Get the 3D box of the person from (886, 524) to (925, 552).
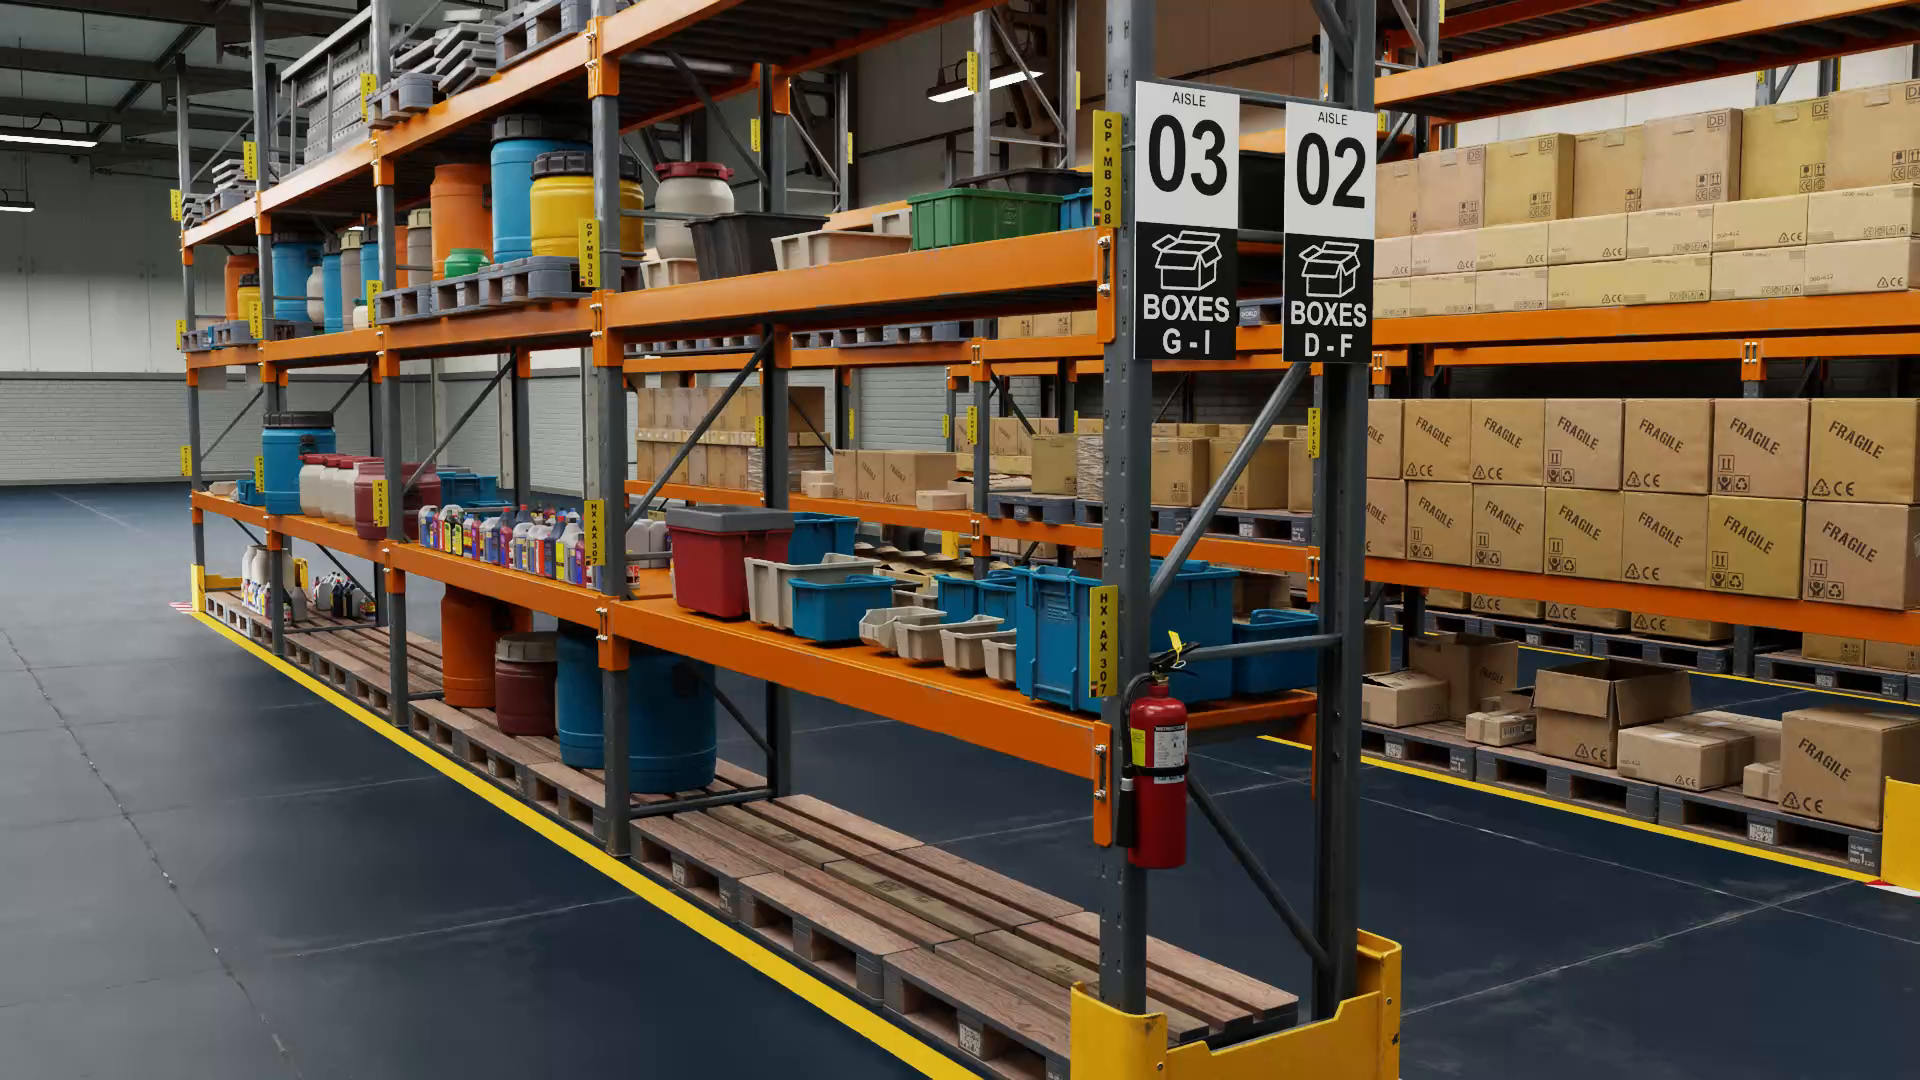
[{"bbox_3d":[-0.621,-0.140,19.188,0.478,1.663,0.405,-3,6,-35],"label":"person"}]
